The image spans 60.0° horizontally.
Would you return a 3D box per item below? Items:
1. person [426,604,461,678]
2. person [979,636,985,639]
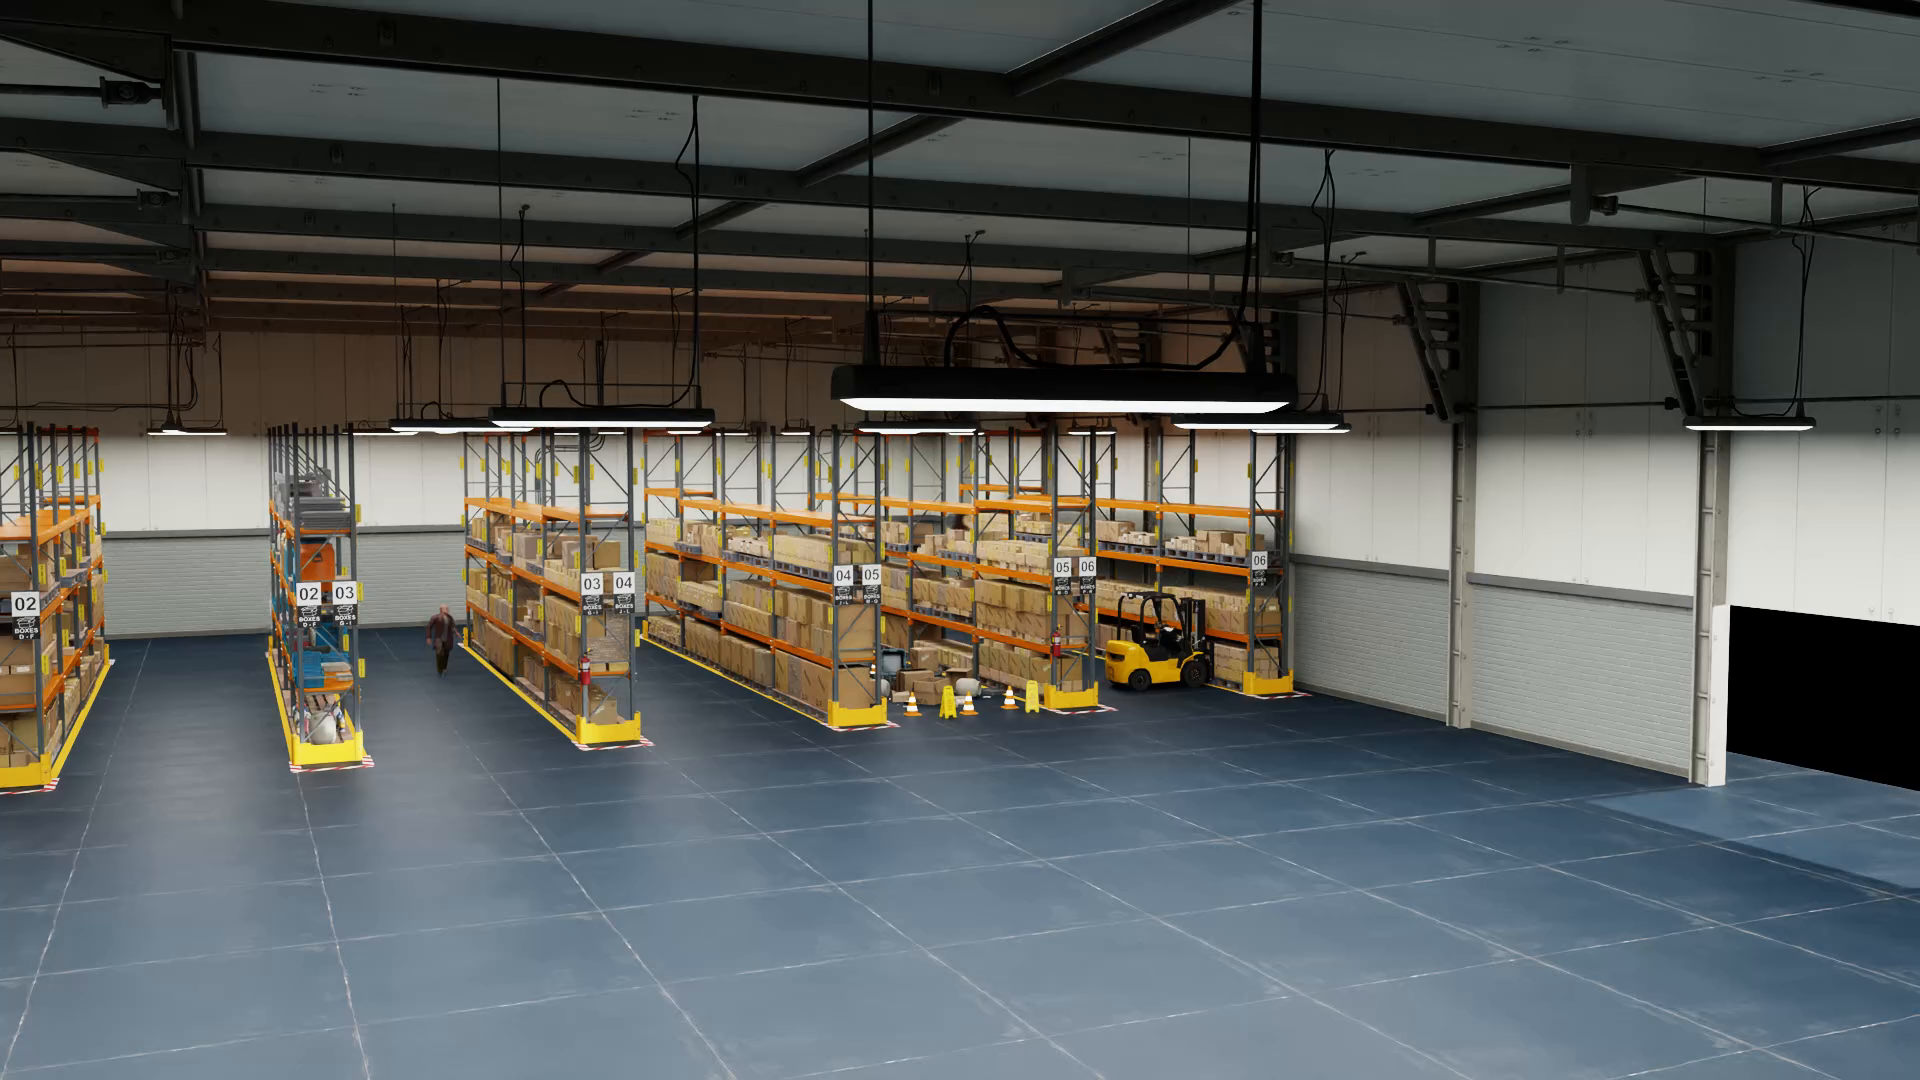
[{"bbox_3d":[-12.462,2.444,40.110,0.790,1.814,0.936,-1,4,-20],"label":"person"},{"bbox_3d":[0.549,2.016,47.636,0.346,1.598,0.465,-2,4,-35],"label":"person"}]
